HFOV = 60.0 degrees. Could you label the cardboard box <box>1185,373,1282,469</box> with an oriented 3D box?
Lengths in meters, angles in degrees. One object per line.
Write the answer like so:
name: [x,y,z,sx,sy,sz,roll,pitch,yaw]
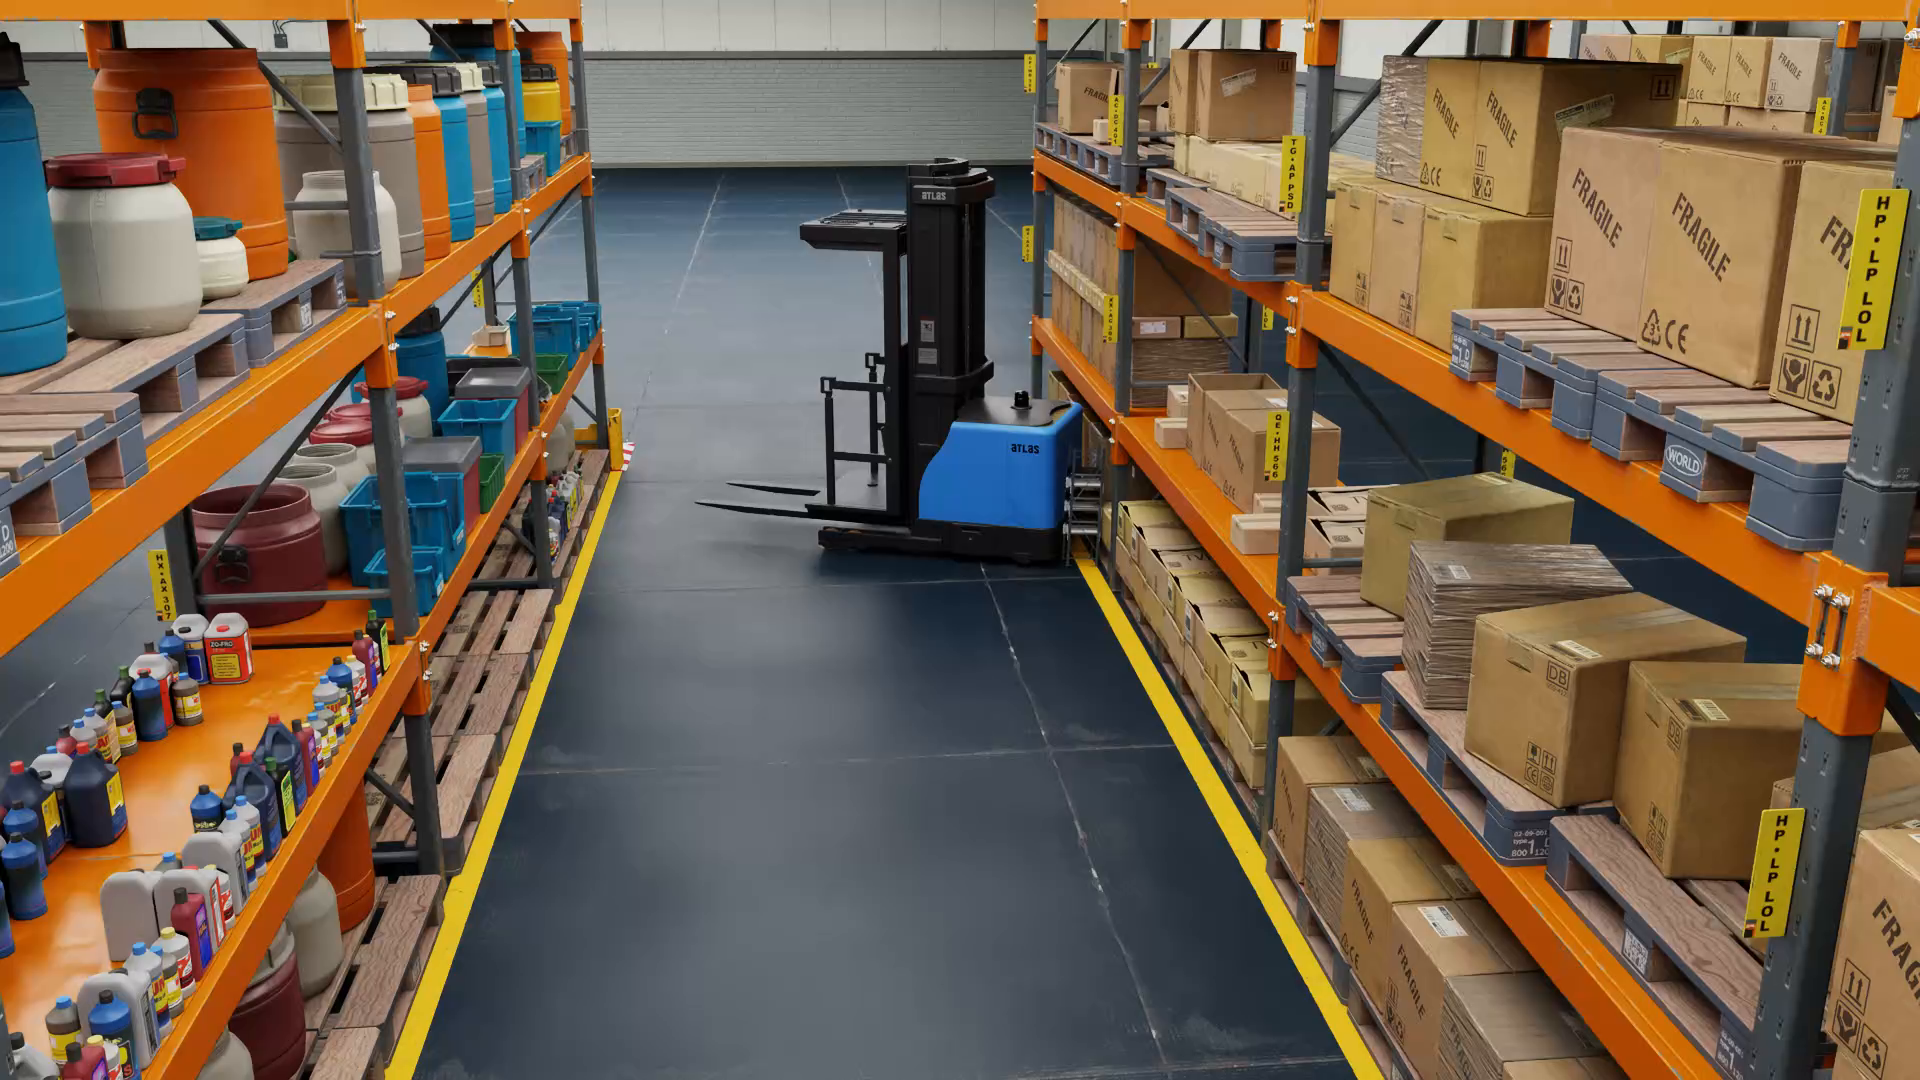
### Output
cardboard box: [1.704,-0.747,10.381,0.500,0.500,0.500,-1,17,-2]

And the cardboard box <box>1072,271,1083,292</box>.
cardboard box: [1.136,-2.127,13.695,0.380,0.149,0.250,-2,18,-6]

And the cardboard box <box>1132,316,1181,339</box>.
cardboard box: [1.346,-1.517,11.752,0.380,0.149,0.250,-2,18,-6]

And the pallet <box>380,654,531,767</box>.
pallet: [-3.092,0.994,9.659,1.003,0.211,1.213,-2,18,-6]

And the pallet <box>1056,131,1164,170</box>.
pallet: [1.351,-3.090,13.153,1.003,0.211,1.213,-2,18,-6]

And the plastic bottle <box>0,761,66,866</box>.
plastic bottle: [-3.049,0.882,5.444,0.144,0.351,0.185,-2,18,-6]

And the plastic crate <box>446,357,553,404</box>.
plastic crate: [-3.268,-1.064,11.661,0.767,0.338,0.504,-2,18,-6]

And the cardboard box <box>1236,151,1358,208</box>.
cardboard box: [1.777,-1.913,8.806,0.500,0.250,0.500,-2,18,-7]

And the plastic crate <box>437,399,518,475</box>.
plastic crate: [-2.917,-0.607,10.129,0.392,0.384,0.575,-2,18,-6]

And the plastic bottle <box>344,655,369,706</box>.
plastic bottle: [-2.444,0.564,6.704,0.097,0.201,0.097,0,17,0]

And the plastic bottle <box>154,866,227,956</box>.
plastic bottle: [-2.279,1.084,4.925,0.152,0.276,0.135,-2,18,-6]

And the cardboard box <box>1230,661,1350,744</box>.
cardboard box: [1.701,0.802,8.569,0.500,0.311,0.500,-1,17,-4]

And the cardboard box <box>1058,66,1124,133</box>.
cardboard box: [1.074,-3.520,13.272,0.500,0.500,0.500,-2,18,-6]

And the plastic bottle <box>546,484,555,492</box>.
plastic bottle: [-3.236,-0.340,13.189,0.097,0.201,0.097,0,17,0]

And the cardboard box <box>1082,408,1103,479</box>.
cardboard box: [1.226,-0.761,13.232,0.500,0.500,0.500,-2,18,-6]

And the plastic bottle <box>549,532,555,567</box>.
plastic bottle: [-2.937,0.050,11.831,0.097,0.271,0.097,0,17,0]

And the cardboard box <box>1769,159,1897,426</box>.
cardboard box: [2.434,-0.581,3.978,0.600,0.600,0.600,-3,18,-11]

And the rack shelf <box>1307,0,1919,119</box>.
rack shelf: [2.206,-1.626,5.202,1.077,0.370,4.000,-2,18,-6]

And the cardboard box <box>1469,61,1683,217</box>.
cardboard box: [2.144,-1.416,5.834,0.500,0.500,0.500,-2,18,-6]

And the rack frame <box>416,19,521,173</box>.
rack frame: [-3.340,-3.796,10.244,1.000,3.000,0.127,-2,18,-6]

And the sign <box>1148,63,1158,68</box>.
sign: [1.716,-4.106,14.893,0.100,0.325,0.005,-2,18,-6]

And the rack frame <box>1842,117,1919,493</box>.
rack frame: [2.412,-1.564,3.136,1.000,3.000,0.127,-2,18,-6]

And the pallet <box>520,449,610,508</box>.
pallet: [-3.620,-0.531,14.518,1.003,0.211,1.213,-2,18,-6]

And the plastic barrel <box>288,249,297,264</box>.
plastic barrel: [-3.004,-1.171,7.150,0.294,0.245,0.294,0,17,0]

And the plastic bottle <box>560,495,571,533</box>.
plastic bottle: [-3.006,-0.207,12.631,0.061,0.283,0.133,-1,17,-3]

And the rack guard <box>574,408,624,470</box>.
rack guard: [-3.698,-0.911,15.246,1.175,0.500,0.348,-2,18,-6]

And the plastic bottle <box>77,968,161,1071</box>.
plastic bottle: [-2.222,1.250,4.393,0.152,0.276,0.135,-2,18,-6]

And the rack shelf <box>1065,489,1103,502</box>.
rack shelf: [0.928,-0.319,12.461,0.258,0.077,0.200,1,15,-7]

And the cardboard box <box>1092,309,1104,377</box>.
cardboard box: [1.426,-1.572,13.009,0.700,0.500,0.500,-2,17,-5]

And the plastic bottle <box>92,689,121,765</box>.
plastic bottle: [-3.165,0.701,6.132,0.061,0.283,0.133,-2,18,-6]

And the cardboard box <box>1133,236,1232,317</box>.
cardboard box: [1.535,-1.884,11.838,0.700,0.500,0.500,-2,18,-5]

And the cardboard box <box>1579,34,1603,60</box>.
cardboard box: [5.900,-4.274,14.907,0.500,0.500,0.500,-3,18,-10]

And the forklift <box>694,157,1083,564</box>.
forklift: [-0.598,-1.453,12.911,3.031,2.935,1.130,5,18,16]

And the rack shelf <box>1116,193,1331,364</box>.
rack shelf: [1.793,-1.577,9.387,1.077,0.370,4.000,-2,18,-6]

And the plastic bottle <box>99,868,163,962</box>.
plastic bottle: [-2.431,1.088,4.910,0.152,0.276,0.135,-2,18,-6]

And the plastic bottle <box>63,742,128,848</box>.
plastic bottle: [-2.912,0.837,5.586,0.144,0.351,0.185,-2,18,-6]

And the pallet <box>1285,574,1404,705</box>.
pallet: [2.139,0.398,7.223,1.213,0.211,1.003,-2,18,-6]

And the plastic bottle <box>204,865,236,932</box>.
plastic bottle: [-2.264,1.084,5.049,0.097,0.201,0.097,0,17,0]

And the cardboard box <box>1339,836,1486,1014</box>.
cardboard box: [1.869,1.539,6.706,0.500,0.500,0.500,-2,18,-6]

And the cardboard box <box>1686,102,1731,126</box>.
cardboard box: [6.082,-3.186,13.109,0.500,0.500,0.500,-2,18,-8]

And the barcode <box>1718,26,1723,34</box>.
barcode: [6.672,-4.477,14.585,0.001,0.075,0.075,-2,18,-6]

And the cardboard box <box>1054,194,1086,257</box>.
cardboard box: [1.215,-2.789,14.719,0.700,0.500,0.500,-2,18,-5]

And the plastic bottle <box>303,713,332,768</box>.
plastic bottle: [-2.384,0.738,6.150,0.097,0.201,0.097,0,17,0]

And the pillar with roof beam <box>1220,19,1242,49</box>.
pillar with roof beam: [0.895,-10.342,31.094,9.100,9.000,0.400,-2,18,-6]

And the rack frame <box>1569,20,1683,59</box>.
rack frame: [6.101,-5.294,15.015,1.000,3.000,0.127,-2,18,-6]

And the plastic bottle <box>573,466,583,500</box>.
plastic bottle: [-3.097,-0.471,13.471,0.061,0.283,0.133,-1,17,-4]

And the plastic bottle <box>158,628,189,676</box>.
plastic bottle: [-3.220,0.494,6.811,0.097,0.271,0.097,0,17,0]

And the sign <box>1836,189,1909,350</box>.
sign: [1.861,-0.549,3.391,0.100,0.325,0.005,-2,18,-6]

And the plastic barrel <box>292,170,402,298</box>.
plastic barrel: [-2.655,-1.328,7.206,0.421,0.512,0.421,0,17,0]

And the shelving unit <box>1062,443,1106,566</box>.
shelving unit: [0.925,-0.265,12.476,0.258,0.900,0.210,1,15,-7]

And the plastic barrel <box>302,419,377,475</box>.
plastic barrel: [-3.339,-0.359,9.086,0.433,0.535,0.433,0,17,0]

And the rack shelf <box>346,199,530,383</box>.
rack shelf: [-3.134,-1.426,8.903,1.077,0.370,4.000,-2,18,-6]

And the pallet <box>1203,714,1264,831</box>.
pallet: [1.954,1.190,9.033,1.003,0.211,1.213,-2,18,-6]

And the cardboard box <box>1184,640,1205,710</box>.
cardboard box: [1.597,0.765,9.621,0.500,0.250,0.500,-1,17,-4]

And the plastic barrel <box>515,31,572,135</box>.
plastic barrel: [-3.576,-3.821,13.914,0.600,0.830,0.708,-2,18,-6]

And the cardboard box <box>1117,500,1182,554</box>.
cardboard box: [1.382,-0.111,11.475,0.500,0.311,0.500,-2,18,-5]
